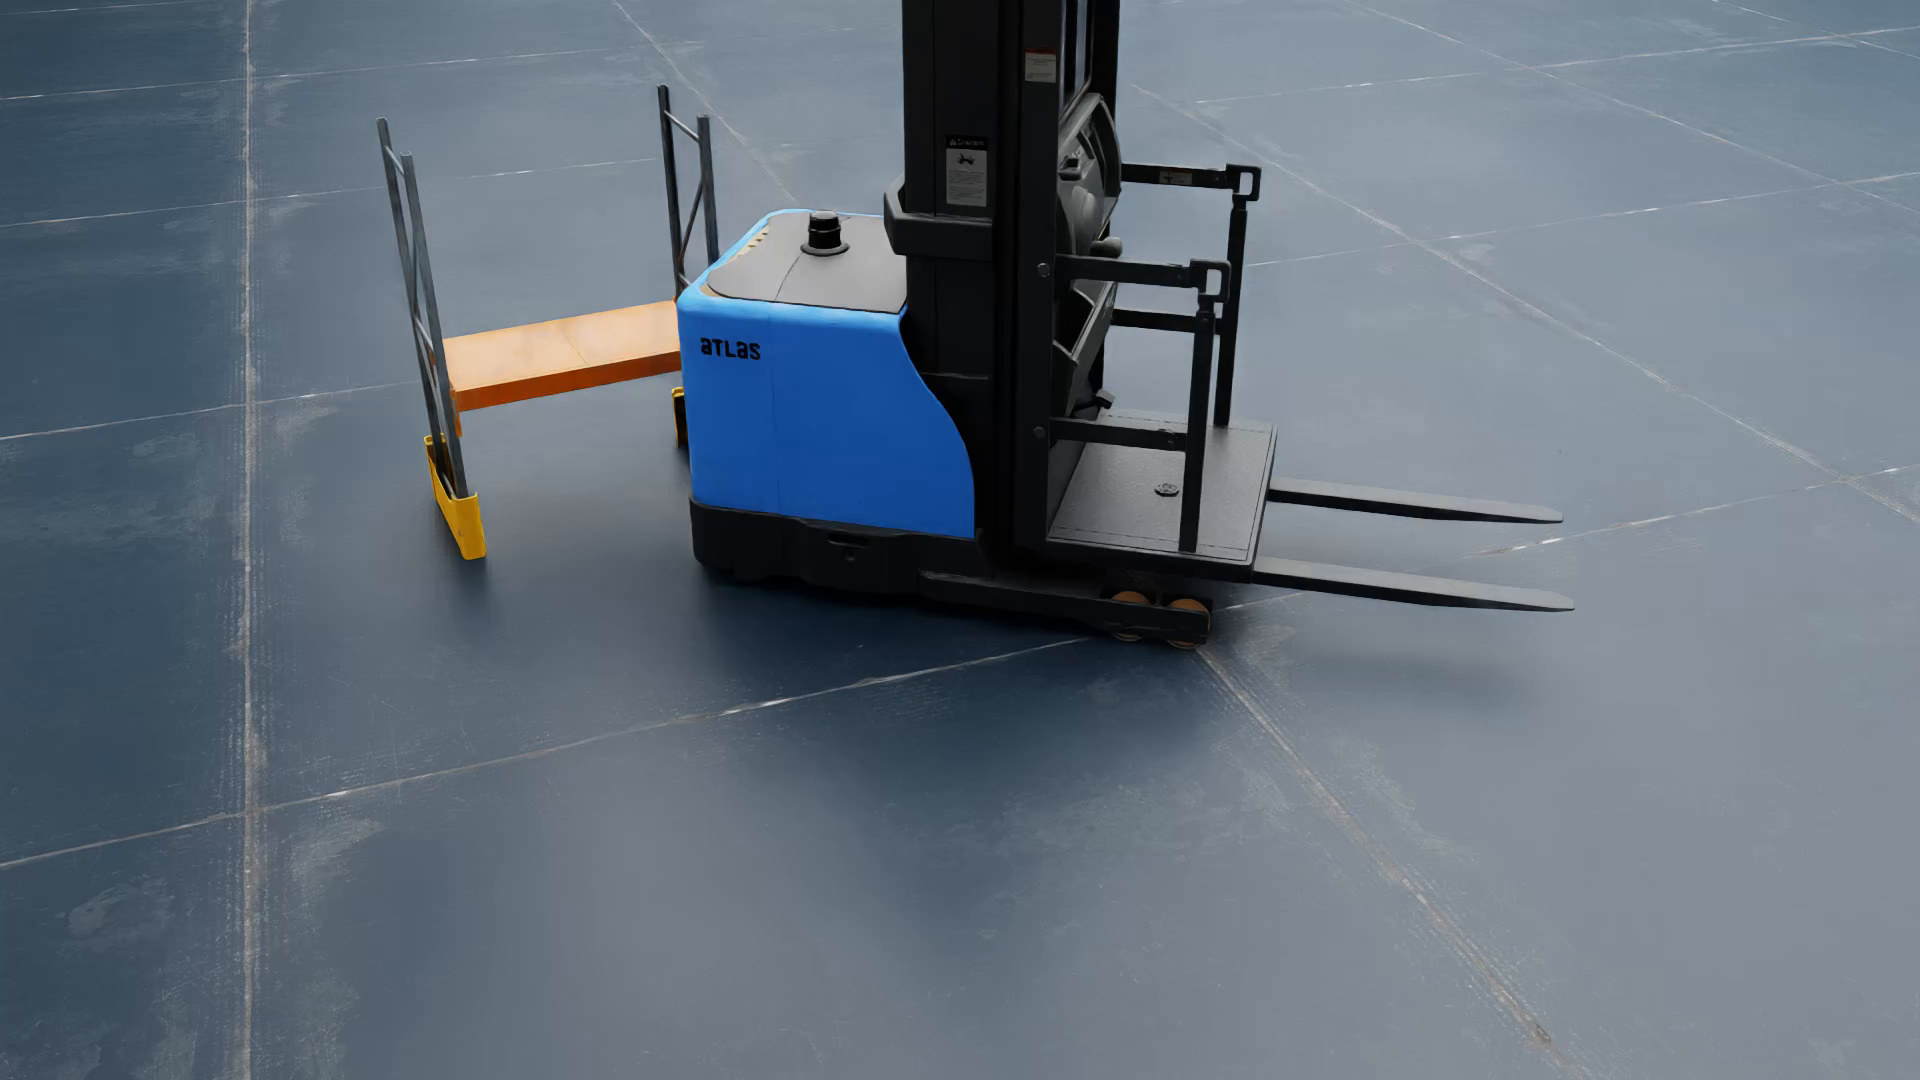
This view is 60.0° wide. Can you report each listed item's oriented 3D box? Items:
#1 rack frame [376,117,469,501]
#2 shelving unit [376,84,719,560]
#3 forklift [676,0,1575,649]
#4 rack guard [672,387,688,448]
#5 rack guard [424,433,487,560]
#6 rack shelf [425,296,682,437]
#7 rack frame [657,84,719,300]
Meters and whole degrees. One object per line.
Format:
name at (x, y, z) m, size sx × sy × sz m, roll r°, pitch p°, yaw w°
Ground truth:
rack frame at (-1.914, -0.713, 5.987) m, size 0.032 × 1.500 × 0.500 m, roll -14°, pitch 32°, yaw -23°
shelving unit at (-1.467, -0.824, 6.180) m, size 1.083 × 1.500 × 0.587 m, roll -14°, pitch 32°, yaw -23°
forklift at (0.611, -1.197, 5.391) m, size 3.031 × 2.935 × 1.130 m, roll 7°, pitch 30°, yaw 12°
rack guard at (-1.022, -0.391, 6.683) m, size 0.087 × 0.250 × 0.587 m, roll -14°, pitch 32°, yaw -23°
rack guard at (-1.913, -0.170, 6.297) m, size 0.087 × 0.250 × 0.587 m, roll -14°, pitch 32°, yaw -23°
rack shelf at (-1.459, -0.669, 6.273) m, size 1.000 × 0.185 × 0.538 m, roll -14°, pitch 32°, yaw -23°
rack frame at (-1.004, -0.938, 6.381) m, size 0.032 × 1.500 × 0.500 m, roll -14°, pitch 32°, yaw -23°
